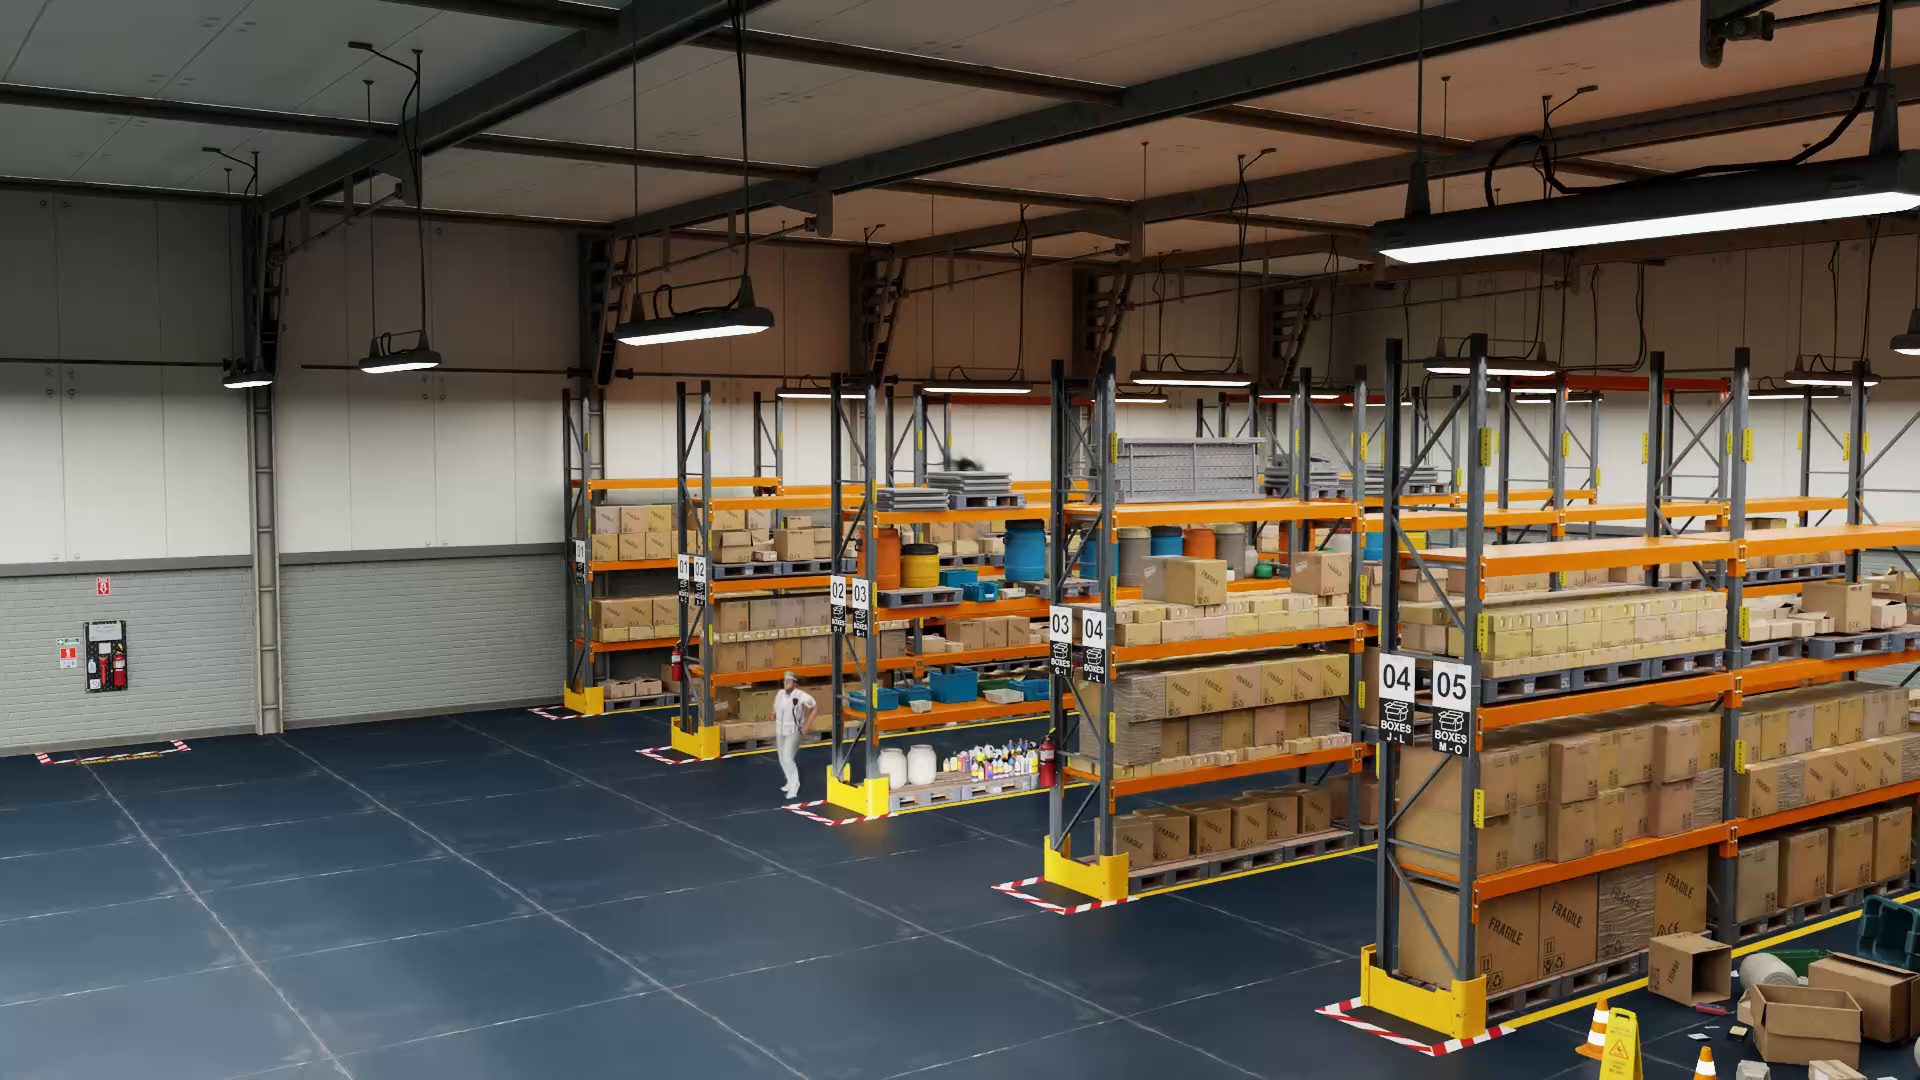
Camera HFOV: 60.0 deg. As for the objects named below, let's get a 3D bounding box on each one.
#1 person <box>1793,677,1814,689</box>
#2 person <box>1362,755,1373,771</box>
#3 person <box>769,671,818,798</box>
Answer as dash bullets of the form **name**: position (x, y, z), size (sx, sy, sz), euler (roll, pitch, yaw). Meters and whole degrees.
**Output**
- **person**: position (12.346, 2.754, 24.307), size (0.839, 1.742, 0.603), euler (-3, 5, -37)
- **person**: position (5.960, 2.728, 24.777), size (0.894, 1.634, 0.612), euler (-4, 5, -45)
- **person**: position (-2.426, 2.779, 23.699), size (0.672, 1.848, 0.684), euler (2, 4, 31)
